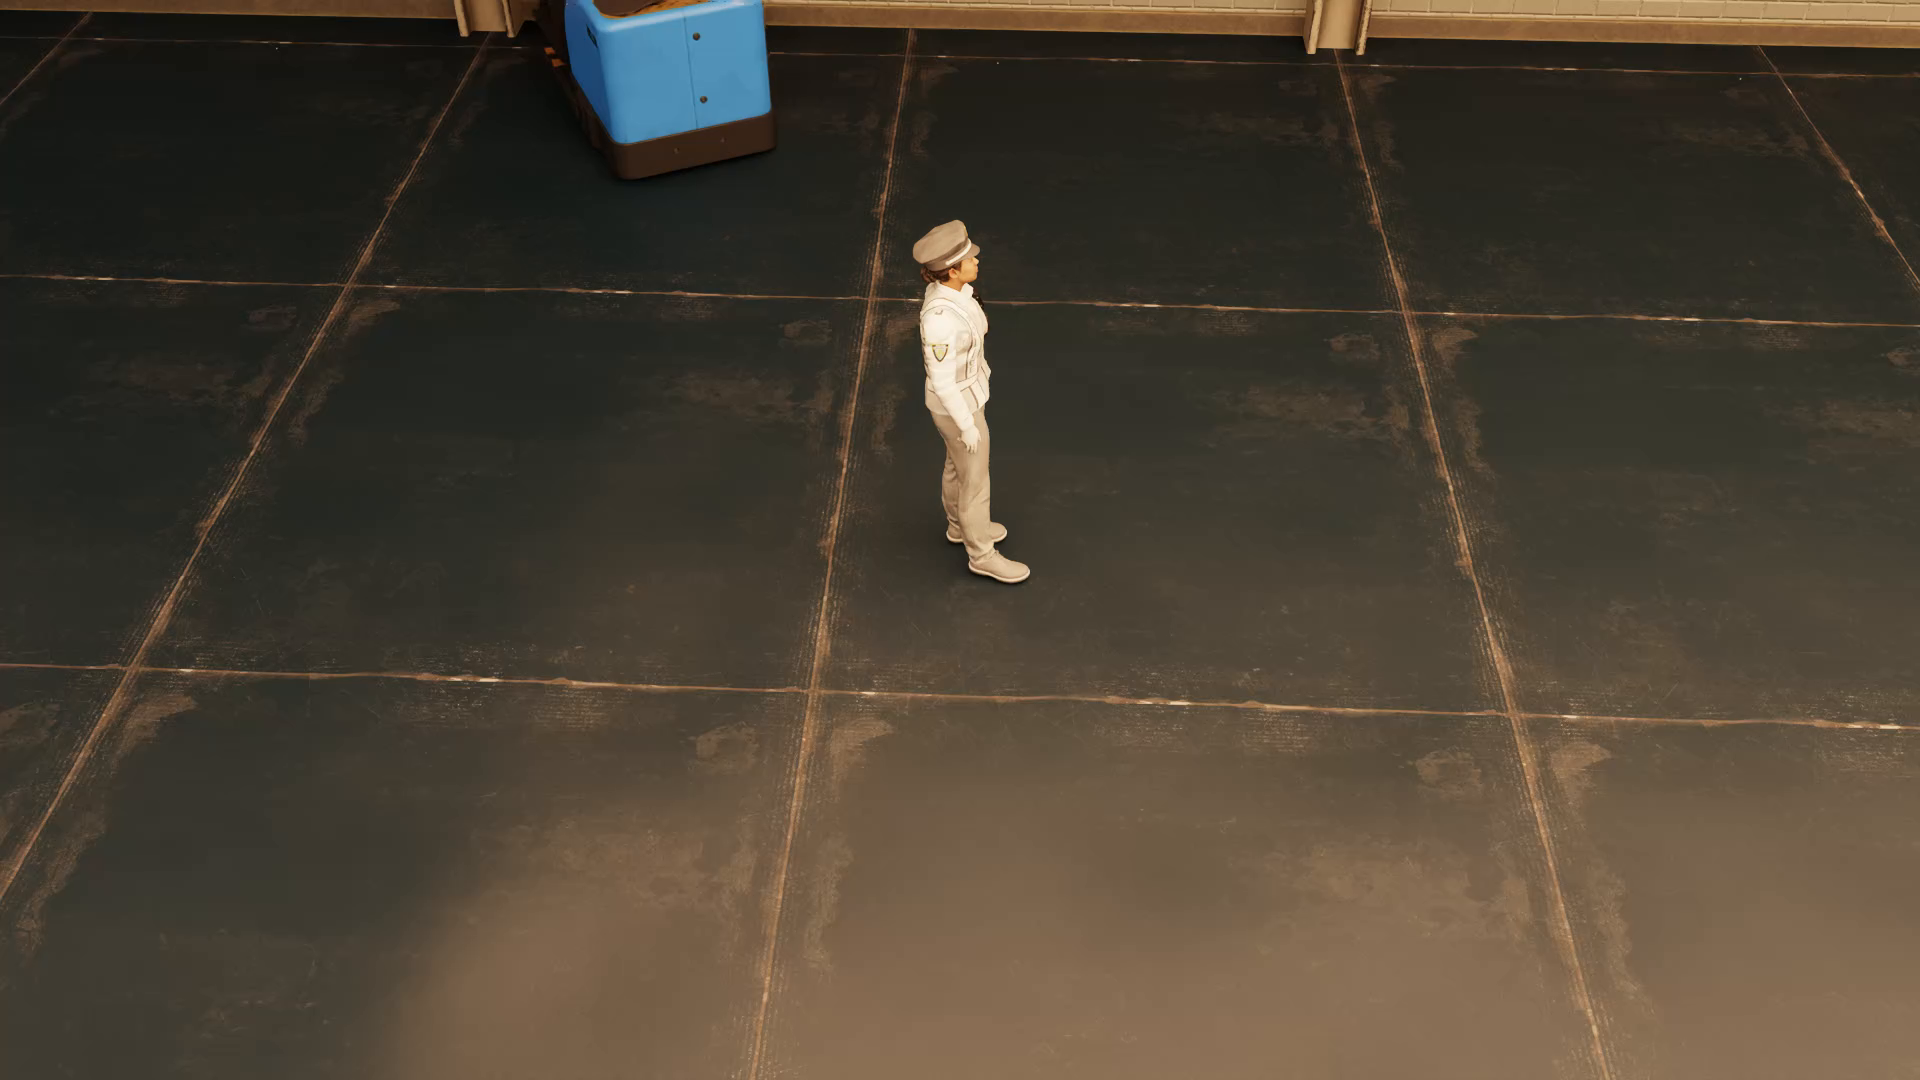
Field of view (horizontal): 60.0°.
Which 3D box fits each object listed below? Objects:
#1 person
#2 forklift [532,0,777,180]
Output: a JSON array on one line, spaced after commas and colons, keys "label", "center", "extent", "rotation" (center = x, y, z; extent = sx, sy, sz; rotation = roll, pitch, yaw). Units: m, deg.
[{"label": "person", "center": [0.068, -0.625, 7.333], "extent": [0.531, 1.695, 0.587], "rotation": [2, 42, 2]}, {"label": "forklift", "center": [-2.236, -4.300, 10.452], "extent": [1.130, 2.935, 3.031], "rotation": [-17, 45, -18]}]
